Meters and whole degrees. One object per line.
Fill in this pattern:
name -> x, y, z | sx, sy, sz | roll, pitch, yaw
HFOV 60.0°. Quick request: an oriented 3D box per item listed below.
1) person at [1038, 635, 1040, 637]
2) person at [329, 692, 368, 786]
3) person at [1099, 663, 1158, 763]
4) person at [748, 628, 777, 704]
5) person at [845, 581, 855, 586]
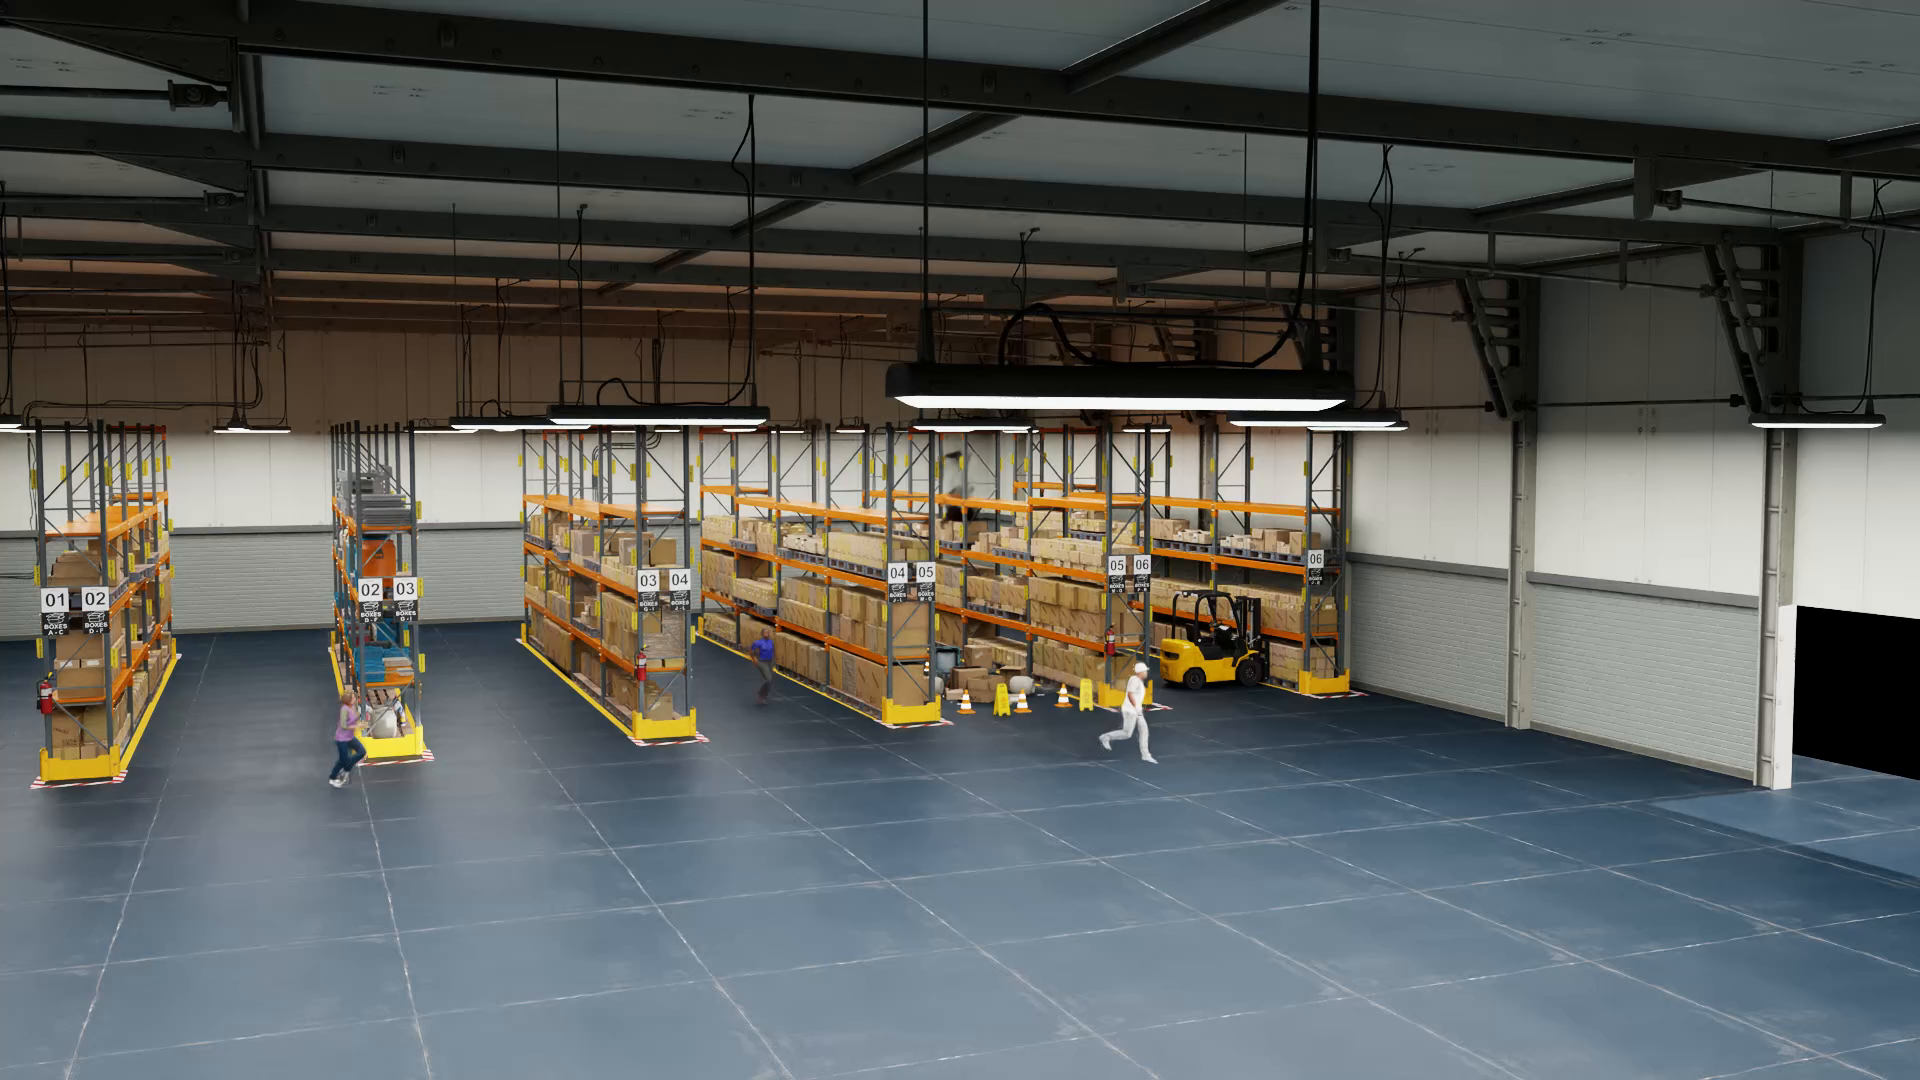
person -> 2.214, 1.904, 43.481 | 0.580, 1.751, 0.809 | -1, 4, -21
person -> -9.958, 3.237, 27.067 | 0.708, 1.549, 0.572 | 0, 4, 4
person -> 2.973, 3.036, 29.243 | 1.044, 1.770, 0.680 | 1, 4, 16
person -> -4.130, 2.684, 35.428 | 0.653, 1.632, 0.552 | 3, 5, 42
person -> -3.374, 1.667, 51.362 | 0.765, 1.641, 0.643 | -2, 4, -25
